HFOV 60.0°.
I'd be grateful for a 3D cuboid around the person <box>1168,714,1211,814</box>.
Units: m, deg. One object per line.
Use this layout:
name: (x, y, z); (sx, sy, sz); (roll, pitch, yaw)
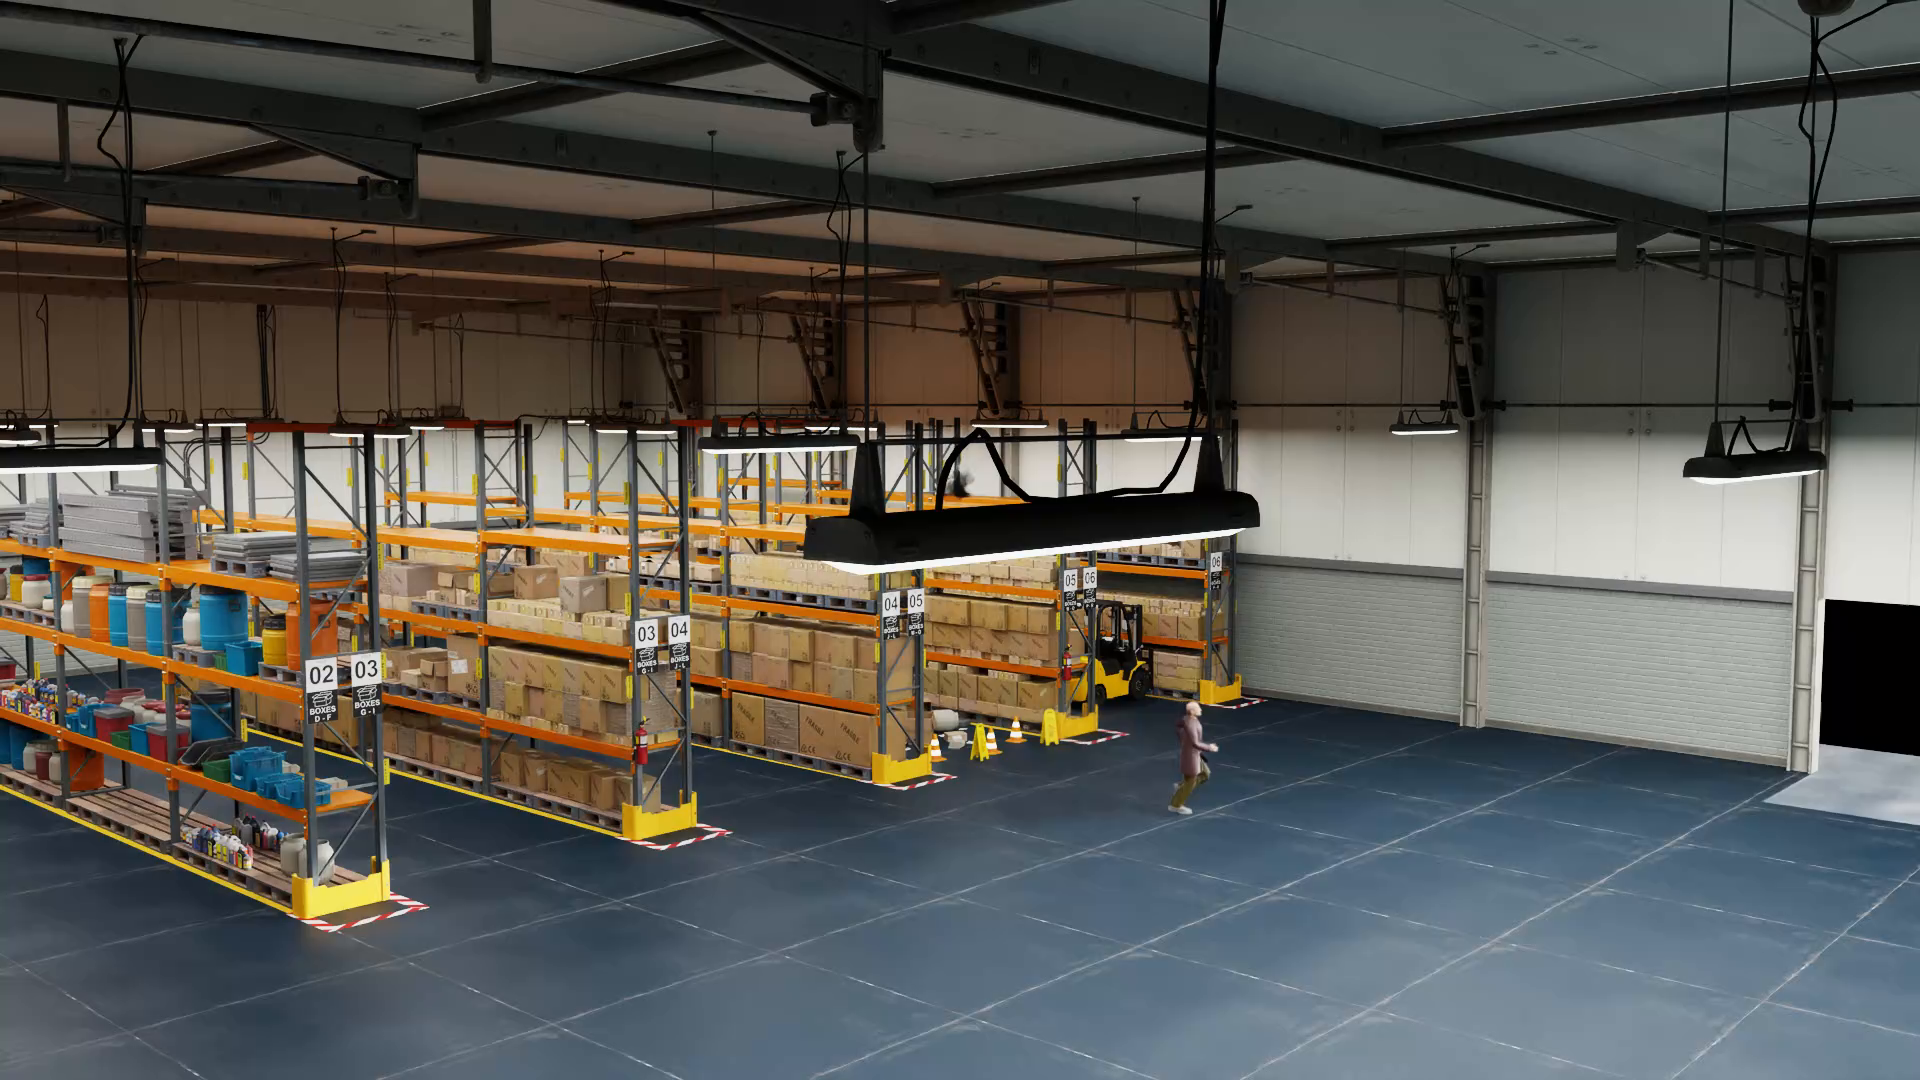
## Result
person: (3.557, 3.458, 25.799); (0.658, 1.539, 0.741); (0, 5, 5)
